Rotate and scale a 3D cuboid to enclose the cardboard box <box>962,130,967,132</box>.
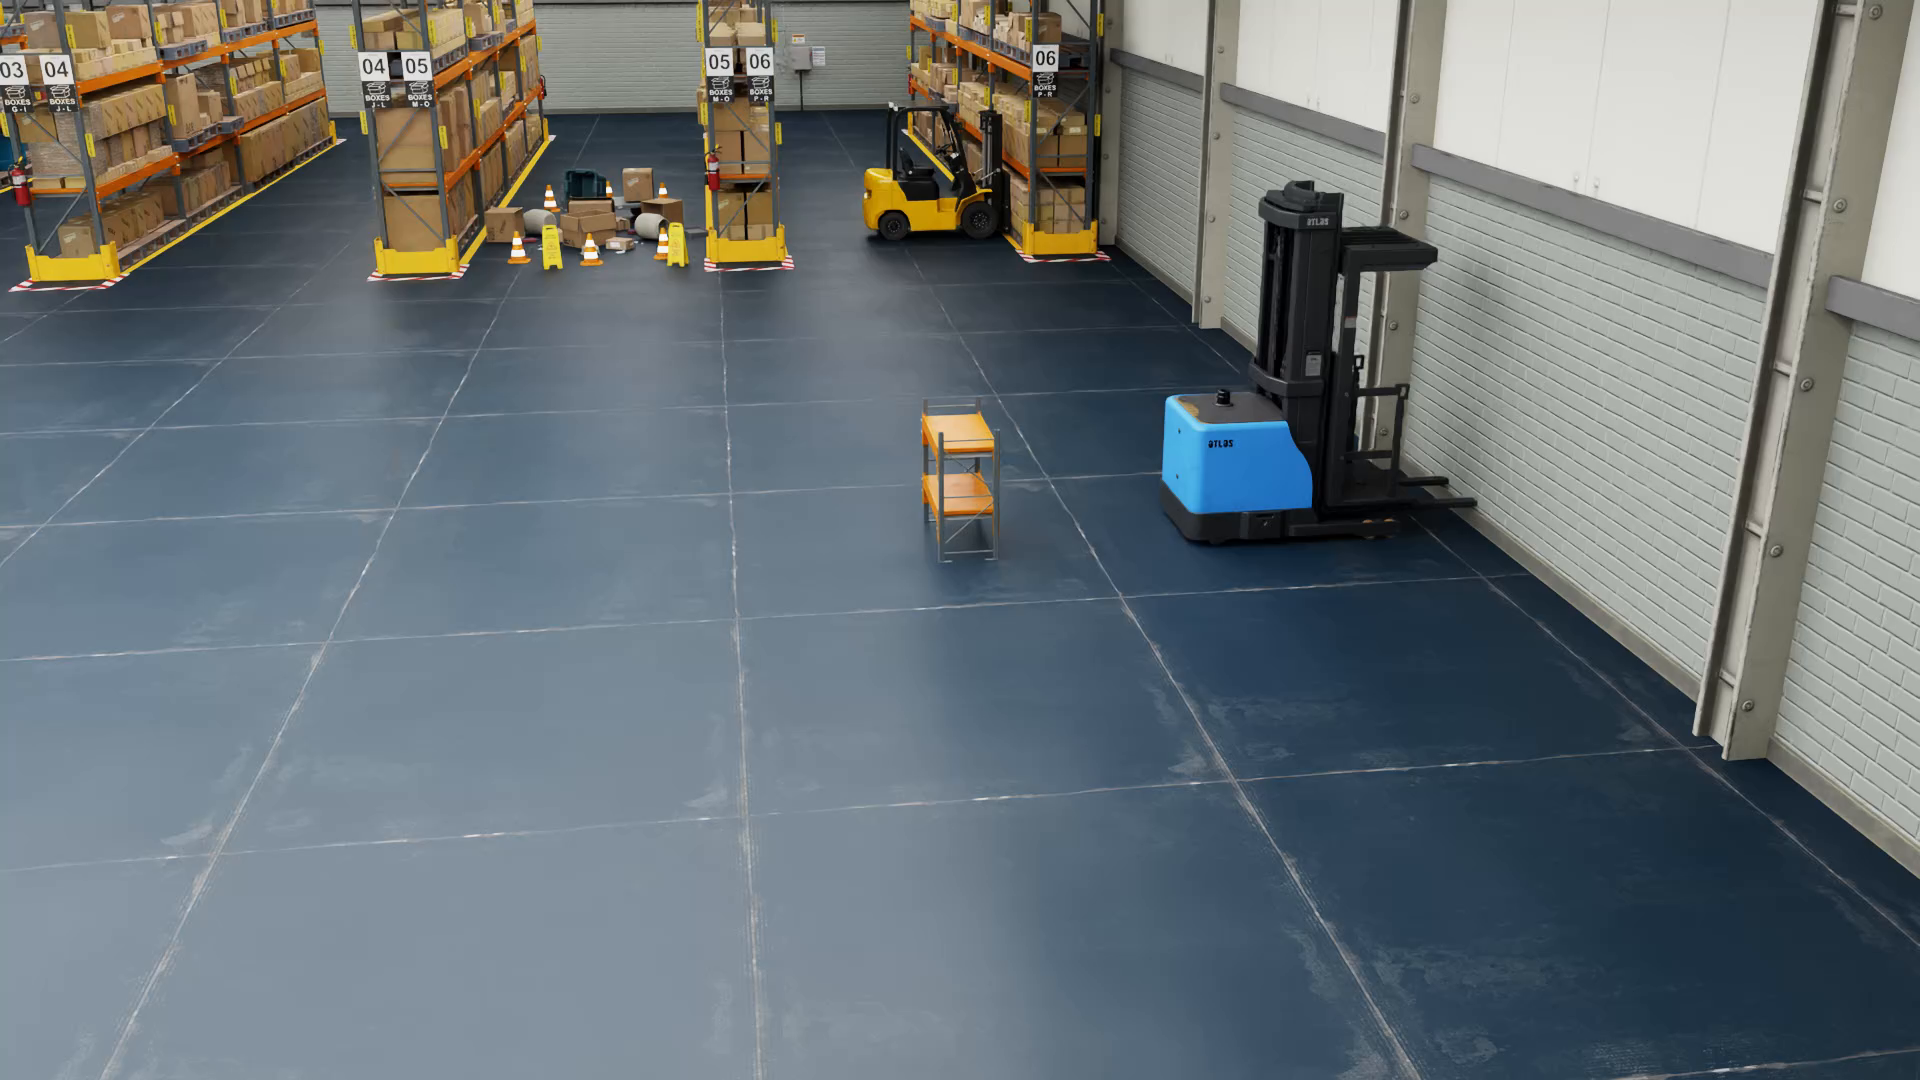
[{"bbox_3d":[0.056,-8.472,34.732,0.380,0.149,0.250,-4,21,-10],"label":"cardboard box"}]

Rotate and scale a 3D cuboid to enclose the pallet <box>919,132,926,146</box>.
[{"bbox_3d":[-0.412,-9.538,39.525,1.003,0.211,1.213,-3,21,-8],"label":"pallet"}]

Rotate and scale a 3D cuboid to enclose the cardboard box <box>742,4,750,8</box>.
[{"bbox_3d":[-4.711,-11.197,35.222,0.500,0.311,0.500,-3,21,-8],"label":"cardboard box"}]

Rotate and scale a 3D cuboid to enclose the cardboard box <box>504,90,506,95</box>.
[{"bbox_3d":[-9.411,-9.103,33.710,0.380,0.149,0.250,-3,21,-8],"label":"cardboard box"}]

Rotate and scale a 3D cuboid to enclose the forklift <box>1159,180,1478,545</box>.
[{"bbox_3d":[3.356,-1.558,14.272,3.031,2.935,1.130,-3,21,-8],"label":"forklift"}]

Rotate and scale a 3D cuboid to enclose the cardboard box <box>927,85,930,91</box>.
[{"bbox_3d":[-0.551,-10.341,38.049,0.380,0.149,0.250,-2,21,-6],"label":"cardboard box"}]

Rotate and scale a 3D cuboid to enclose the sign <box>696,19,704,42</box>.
[{"bbox_3d":[-3.868,-7.575,24.733,0.100,0.325,0.005,-3,21,-8],"label":"sign"}]

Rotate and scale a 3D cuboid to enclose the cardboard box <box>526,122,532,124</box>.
[{"bbox_3d":[-9.974,-9.459,37.952,0.380,0.149,0.250,-3,21,-7],"label":"cardboard box"}]

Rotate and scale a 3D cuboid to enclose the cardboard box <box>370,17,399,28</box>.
[{"bbox_3d":[-8.729,-7.847,25.203,0.380,0.149,0.250,-3,21,-8],"label":"cardboard box"}]

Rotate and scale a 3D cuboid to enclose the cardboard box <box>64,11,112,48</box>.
[{"bbox_3d":[-13.069,-7.630,24.862,0.500,0.500,0.500,-3,21,-8],"label":"cardboard box"}]

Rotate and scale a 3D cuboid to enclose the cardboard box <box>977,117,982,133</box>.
[{"bbox_3d":[0.609,-7.678,30.774,0.500,0.250,0.500,-3,21,-8],"label":"cardboard box"}]

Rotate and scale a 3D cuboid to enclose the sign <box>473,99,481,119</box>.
[{"bbox_3d":[-8.227,-7.348,28.326,0.100,0.325,0.005,-3,21,-8],"label":"sign"}]

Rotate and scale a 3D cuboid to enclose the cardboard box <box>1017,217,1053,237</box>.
[{"bbox_3d":[1.215,-5.083,26.944,0.500,0.250,0.500,-3,21,-7],"label":"cardboard box"}]

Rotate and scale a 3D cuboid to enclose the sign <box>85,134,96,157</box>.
[{"bbox_3d":[-12.586,-5.710,24.053,0.100,0.325,0.005,-3,21,-8],"label":"sign"}]

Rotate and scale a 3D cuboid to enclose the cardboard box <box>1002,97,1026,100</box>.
[{"bbox_3d":[0.944,-7.604,28.867,0.380,0.149,0.250,-3,21,-9],"label":"cardboard box"}]

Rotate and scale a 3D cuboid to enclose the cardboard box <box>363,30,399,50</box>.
[{"bbox_3d":[-8.547,-7.365,24.481,0.500,0.250,0.500,-3,21,-7],"label":"cardboard box"}]

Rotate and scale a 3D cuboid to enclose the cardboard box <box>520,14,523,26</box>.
[{"bbox_3d":[-9.816,-11.328,36.261,0.500,0.250,0.500,-3,21,-9],"label":"cardboard box"}]

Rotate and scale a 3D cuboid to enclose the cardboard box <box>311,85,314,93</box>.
[{"bbox_3d":[-14.903,-10.238,37.775,0.380,0.149,0.250,-3,21,-9],"label":"cardboard box"}]

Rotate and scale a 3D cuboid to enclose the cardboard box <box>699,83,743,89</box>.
[{"bbox_3d":[-3.946,-7.300,27.550,0.700,0.500,0.500,-3,21,-9],"label":"cardboard box"}]

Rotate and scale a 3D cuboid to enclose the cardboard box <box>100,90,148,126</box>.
[{"bbox_3d":[-13.217,-6.828,26.288,0.500,0.500,0.500,-3,21,-8],"label":"cardboard box"}]

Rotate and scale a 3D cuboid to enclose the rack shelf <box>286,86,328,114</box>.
[{"bbox_3d":[-15.141,-9.787,37.235,1.077,0.370,4.000,-3,21,-8],"label":"rack shelf"}]

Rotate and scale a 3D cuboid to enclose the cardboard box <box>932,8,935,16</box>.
[{"bbox_3d":[-0.397,-11.324,35.652,0.380,0.149,0.250,-3,21,-7],"label":"cardboard box"}]

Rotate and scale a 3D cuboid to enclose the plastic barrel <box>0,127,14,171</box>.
[{"bbox_3d":[-19.590,-7.961,33.717,0.600,0.901,0.708,-3,21,-8],"label":"plastic barrel"}]

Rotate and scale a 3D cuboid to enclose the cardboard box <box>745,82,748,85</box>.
[{"bbox_3d":[-3.611,-8.029,29.405,0.380,0.149,0.250,-3,21,-8],"label":"cardboard box"}]

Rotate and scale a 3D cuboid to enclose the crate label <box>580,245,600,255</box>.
[{"bbox_3d":[-5.879,-4.615,26.450,0.250,0.136,0.298,-15,25,-35],"label":"crate label"}]

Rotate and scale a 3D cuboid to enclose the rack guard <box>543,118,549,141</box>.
[{"bbox_3d":[-10.495,-9.834,39.906,1.175,0.500,0.348,-3,21,-8],"label":"rack guard"}]

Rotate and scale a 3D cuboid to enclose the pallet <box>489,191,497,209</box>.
[{"bbox_3d":[-9.141,-6.257,30.742,1.003,0.211,1.213,-3,21,-8],"label":"pallet"}]

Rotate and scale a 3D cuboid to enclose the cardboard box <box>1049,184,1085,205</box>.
[{"bbox_3d":[1.713,-5.581,26.847,0.500,0.250,0.500,-3,21,-9],"label":"cardboard box"}]

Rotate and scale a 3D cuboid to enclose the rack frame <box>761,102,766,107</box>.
[{"bbox_3d":[-3.893,-7.161,29.177,1.000,3.000,0.127,-3,21,-8],"label":"rack frame"}]

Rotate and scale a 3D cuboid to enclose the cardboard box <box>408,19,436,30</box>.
[{"bbox_3d":[-7.968,-7.615,24.581,0.380,0.149,0.250,-3,21,-7],"label":"cardboard box"}]

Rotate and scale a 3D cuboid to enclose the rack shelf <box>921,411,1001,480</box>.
[{"bbox_3d":[-0.001,-0.803,13.997,0.538,0.278,1.000,-3,21,-8],"label":"rack shelf"}]

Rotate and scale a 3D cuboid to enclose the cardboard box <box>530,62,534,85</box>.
[{"bbox_3d":[-9.973,-10.548,37.677,0.500,0.500,0.500,-2,21,-5],"label":"cardboard box"}]

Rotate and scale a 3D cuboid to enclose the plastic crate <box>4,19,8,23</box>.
[{"bbox_3d":[-20.201,-10.807,34.892,0.416,0.233,0.300,-3,21,-8],"label":"plastic crate"}]

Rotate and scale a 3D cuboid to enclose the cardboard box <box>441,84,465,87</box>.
[{"bbox_3d":[-8.757,-7.323,27.853,0.875,0.550,0.550,-3,21,-8],"label":"cardboard box"}]

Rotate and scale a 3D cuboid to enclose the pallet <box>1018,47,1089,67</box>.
[{"bbox_3d":[1.519,-7.638,26.293,1.003,0.211,1.213,-3,21,-8],"label":"pallet"}]

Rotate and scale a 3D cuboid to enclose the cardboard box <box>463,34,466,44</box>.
[{"bbox_3d":[-8.408,-8.298,27.549,0.380,0.149,0.250,-3,21,-8],"label":"cardboard box"}]

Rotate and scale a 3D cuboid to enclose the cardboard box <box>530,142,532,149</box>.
[{"bbox_3d":[-9.703,-8.742,36.884,0.380,0.149,0.250,-2,21,-6],"label":"cardboard box"}]

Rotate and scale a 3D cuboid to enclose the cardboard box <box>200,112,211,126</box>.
[{"bbox_3d":[-13.768,-7.617,29.988,0.396,0.266,0.258,-4,21,-9],"label":"cardboard box"}]

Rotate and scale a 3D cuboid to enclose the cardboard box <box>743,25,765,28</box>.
[{"bbox_3d":[-3.401,-8.460,27.586,0.380,0.149,0.250,-2,21,-6],"label":"cardboard box"}]

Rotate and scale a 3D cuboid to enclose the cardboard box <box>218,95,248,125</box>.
[{"bbox_3d":[-14.077,-8.275,32.017,0.500,0.500,0.500,-2,21,-6],"label":"cardboard box"}]

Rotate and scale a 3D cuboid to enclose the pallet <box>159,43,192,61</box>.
[{"bbox_3d":[-13.683,-8.198,27.934,1.213,0.211,1.003,-3,21,-8],"label":"pallet"}]

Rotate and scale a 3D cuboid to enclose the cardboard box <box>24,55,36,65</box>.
[{"bbox_3d":[-13.471,-6.879,23.778,0.380,0.149,0.250,-3,21,-8],"label":"cardboard box"}]

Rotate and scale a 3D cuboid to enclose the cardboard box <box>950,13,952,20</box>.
[{"bbox_3d":[-0.007,-10.877,34.483,0.380,0.149,0.250,-2,21,-6],"label":"cardboard box"}]

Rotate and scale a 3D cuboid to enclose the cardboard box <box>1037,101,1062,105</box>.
[{"bbox_3d":[1.516,-7.363,28.221,0.380,0.149,0.250,-3,21,-8],"label":"cardboard box"}]

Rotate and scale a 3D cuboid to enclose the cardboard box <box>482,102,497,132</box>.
[{"bbox_3d":[-8.880,-7.820,30.798,0.500,0.500,0.500,-3,21,-9],"label":"cardboard box"}]

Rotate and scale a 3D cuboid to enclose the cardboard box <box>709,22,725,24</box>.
[{"bbox_3d":[-4.170,-8.697,28.221,0.380,0.149,0.250,-3,21,-9],"label":"cardboard box"}]

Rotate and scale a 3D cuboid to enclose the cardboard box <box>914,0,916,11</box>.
[{"bbox_3d":[-0.824,-12.700,39.508,0.500,0.250,0.500,-3,21,-7],"label":"cardboard box"}]

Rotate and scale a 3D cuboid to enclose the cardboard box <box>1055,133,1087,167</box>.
[{"bbox_3d":[1.799,-6.260,26.622,0.500,0.500,0.500,-2,21,-6],"label":"cardboard box"}]

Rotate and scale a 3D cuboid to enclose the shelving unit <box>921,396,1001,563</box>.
[{"bbox_3d":[-0.001,-0.529,14.100,0.538,1.125,1.048,-3,21,-8],"label":"shelving unit"}]

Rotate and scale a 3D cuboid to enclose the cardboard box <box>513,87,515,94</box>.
[{"bbox_3d":[-9.638,-9.508,35.219,0.380,0.149,0.250,-3,21,-7],"label":"cardboard box"}]

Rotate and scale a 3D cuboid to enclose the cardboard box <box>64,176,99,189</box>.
[{"bbox_3d":[-12.928,-5.270,24.471,0.380,0.149,0.250,-3,21,-8],"label":"cardboard box"}]

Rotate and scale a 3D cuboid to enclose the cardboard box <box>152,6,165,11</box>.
[{"bbox_3d":[-14.314,-9.207,29.511,0.500,0.500,0.500,-4,21,-9],"label":"cardboard box"}]

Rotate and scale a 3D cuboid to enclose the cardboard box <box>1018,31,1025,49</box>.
[{"bbox_3d":[1.139,-7.973,26.513,0.396,0.266,0.258,-3,21,-8],"label":"cardboard box"}]

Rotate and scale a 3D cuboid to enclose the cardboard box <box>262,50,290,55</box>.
[{"bbox_3d":[-15.555,-10.884,37.861,0.500,0.500,0.500,-3,21,-9],"label":"cardboard box"}]

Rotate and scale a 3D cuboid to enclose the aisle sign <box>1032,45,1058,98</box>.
[{"bbox_3d":[1.314,-7.208,25.588,0.394,0.787,0.004,-3,21,-8],"label":"aisle sign"}]

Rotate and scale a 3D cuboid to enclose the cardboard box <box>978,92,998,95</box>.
[{"bbox_3d":[0.536,-8.312,31.187,0.380,0.149,0.250,-3,21,-7],"label":"cardboard box"}]

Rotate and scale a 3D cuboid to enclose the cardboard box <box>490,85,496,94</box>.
[{"bbox_3d":[-9.229,-8.791,32.448,0.380,0.149,0.250,-3,21,-8],"label":"cardboard box"}]

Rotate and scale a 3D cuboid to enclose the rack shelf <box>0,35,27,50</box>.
[{"bbox_3d":[-19.465,-9.557,32.333,1.077,0.370,4.000,-3,21,-8],"label":"rack shelf"}]
